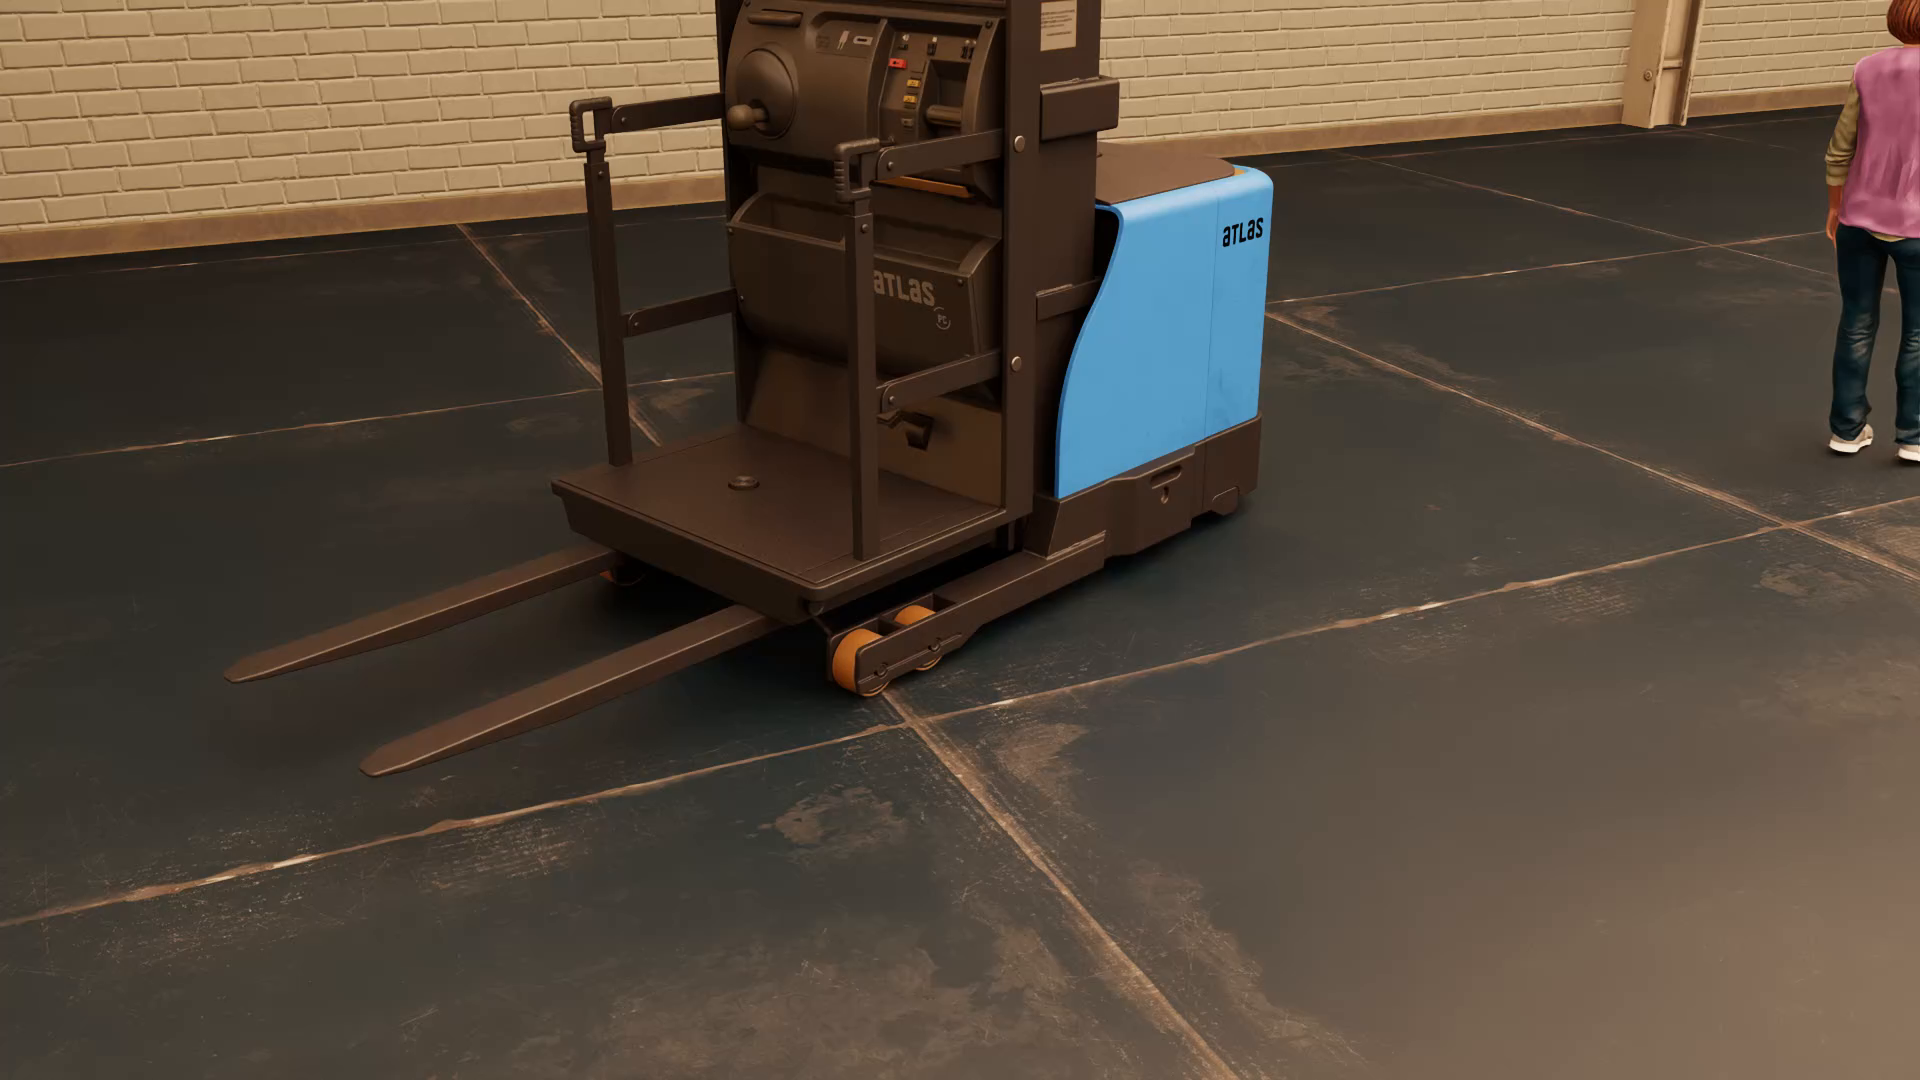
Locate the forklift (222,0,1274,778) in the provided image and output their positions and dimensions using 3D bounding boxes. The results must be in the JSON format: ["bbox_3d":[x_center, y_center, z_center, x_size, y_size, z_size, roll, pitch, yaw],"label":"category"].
[{"bbox_3d":[-0.413,-1.182,4.131,1.130,2.935,3.031,19,29,39],"label":"forklift"}]

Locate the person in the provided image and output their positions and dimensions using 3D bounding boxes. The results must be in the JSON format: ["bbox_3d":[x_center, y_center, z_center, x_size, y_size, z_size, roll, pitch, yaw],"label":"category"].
[{"bbox_3d":[3.167,-1.058,5.556,0.473,1.598,0.518,-16,27,-33],"label":"person"}]
